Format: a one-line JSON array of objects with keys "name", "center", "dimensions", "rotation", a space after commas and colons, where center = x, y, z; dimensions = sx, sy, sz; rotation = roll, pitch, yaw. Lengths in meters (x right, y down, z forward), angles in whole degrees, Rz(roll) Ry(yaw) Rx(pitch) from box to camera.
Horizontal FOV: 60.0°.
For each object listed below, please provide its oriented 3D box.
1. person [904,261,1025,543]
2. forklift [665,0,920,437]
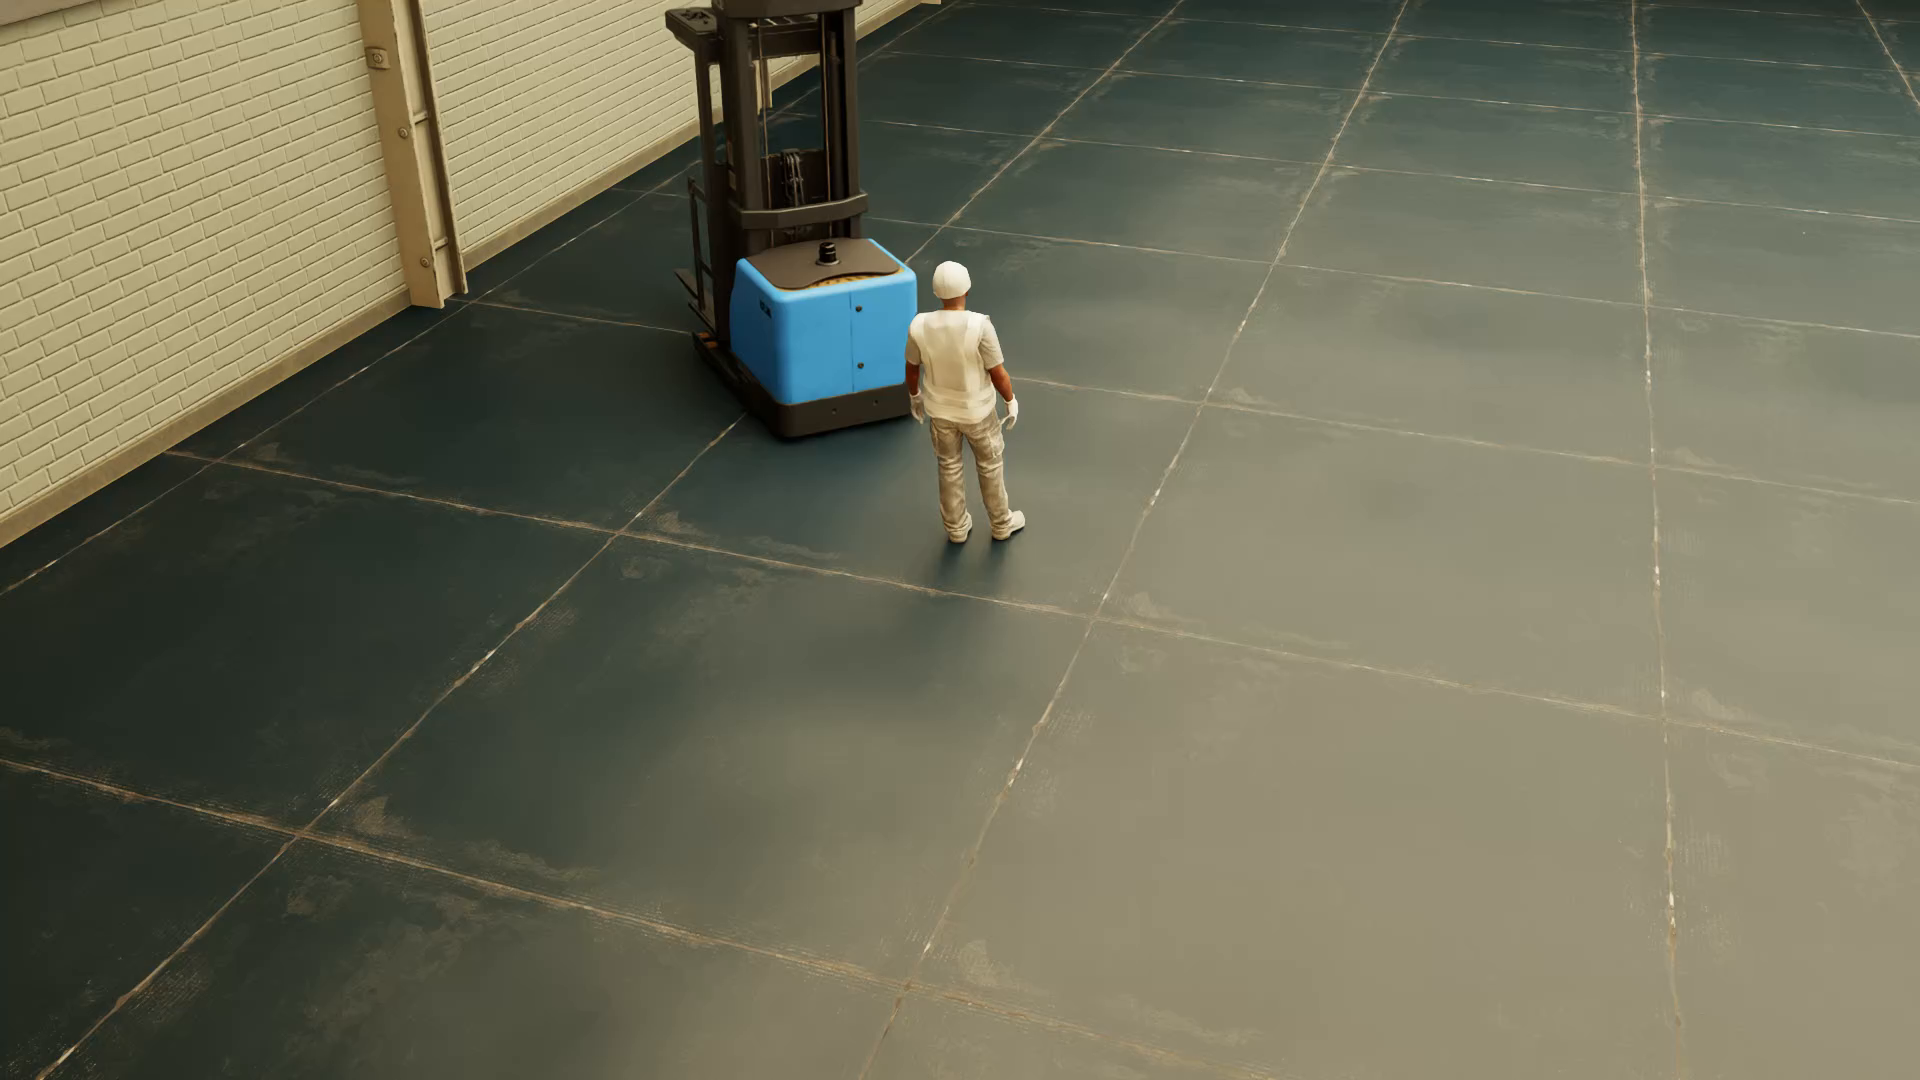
[{"name": "person", "center": [0.031, -0.811, 9.709], "dimensions": [0.656, 1.776, 0.577], "rotation": [10, 31, 16]}, {"name": "forklift", "center": [-1.362, -2.671, 11.822], "dimensions": [1.130, 2.935, 3.031], "rotation": [-13, 32, -22]}]
